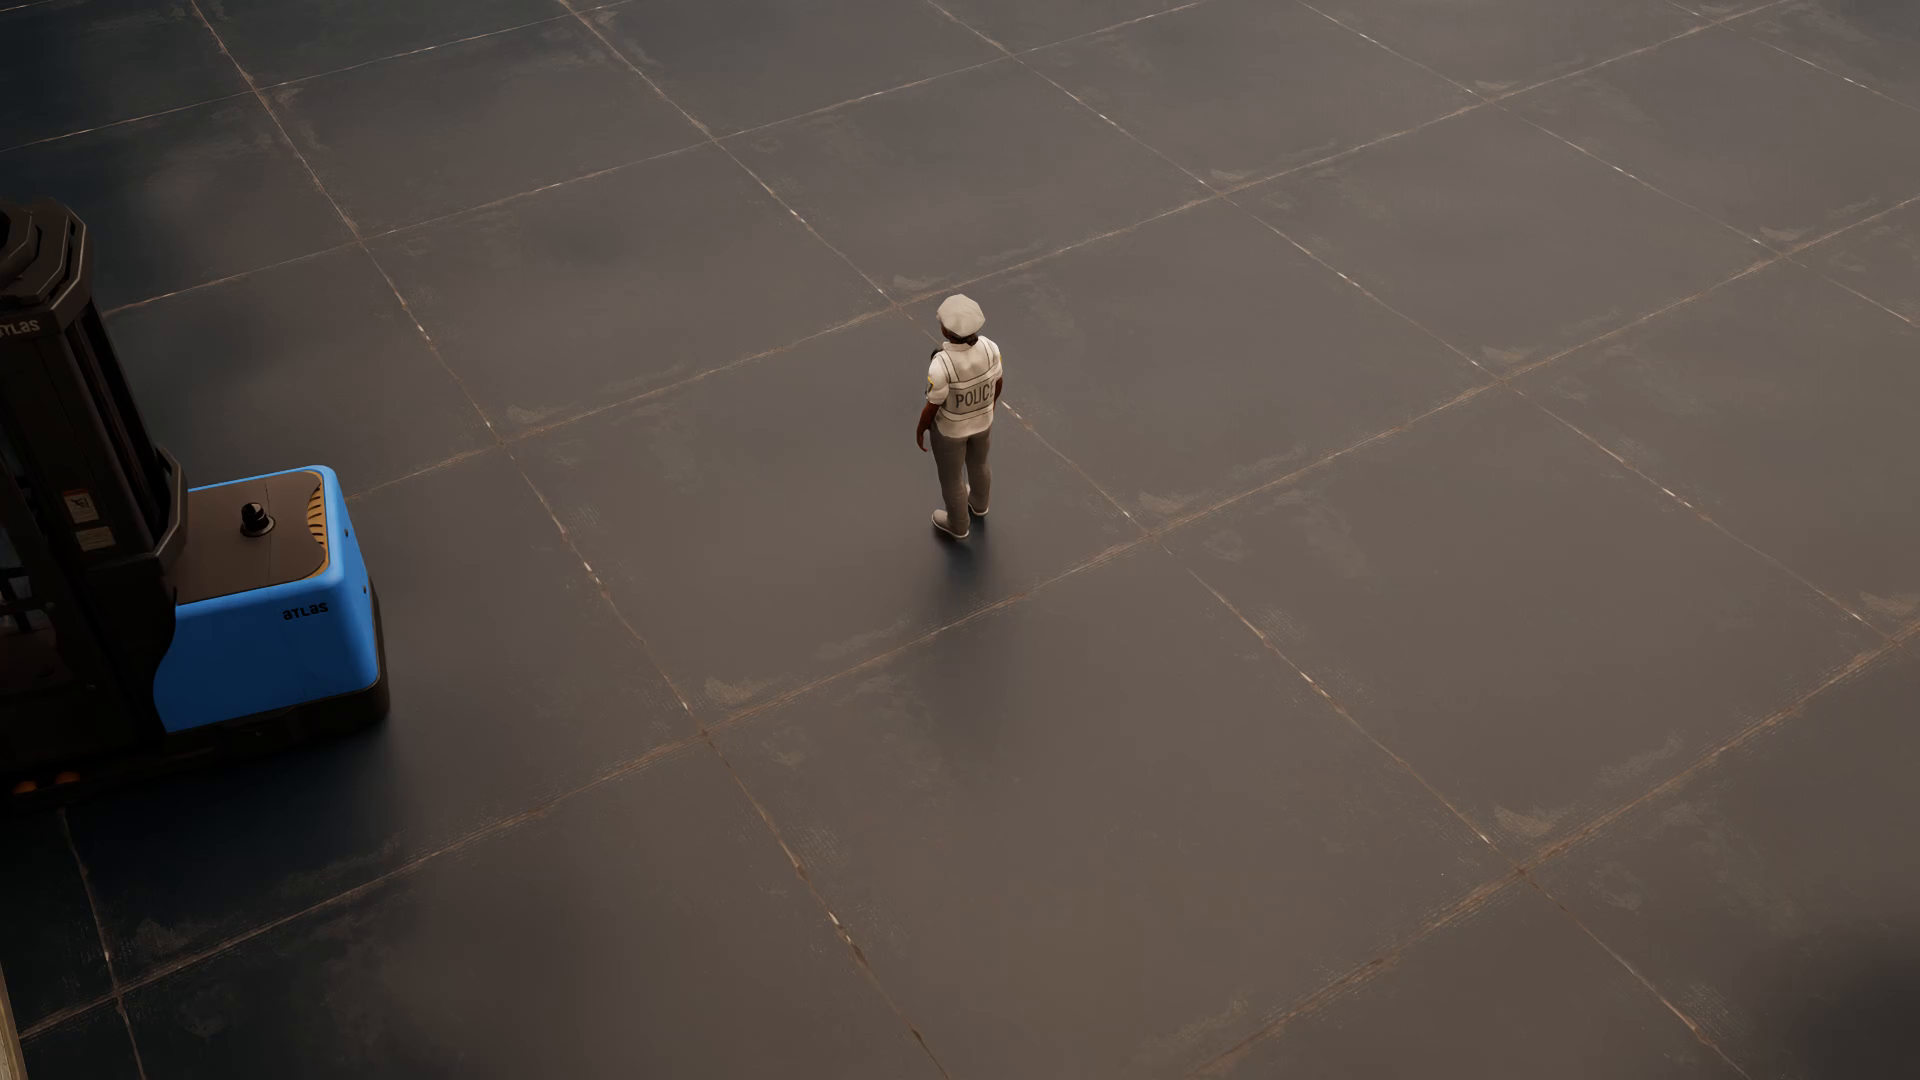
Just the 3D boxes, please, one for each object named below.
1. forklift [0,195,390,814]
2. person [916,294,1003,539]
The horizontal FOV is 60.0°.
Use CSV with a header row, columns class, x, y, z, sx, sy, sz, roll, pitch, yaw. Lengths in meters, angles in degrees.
class,x,y,z,sx,sy,sz,roll,pitch,yaw
forklift,-4.645,-0.105,7.991,3.031,2.935,1.130,-13,43,-14
person,-0.023,-0.723,9.565,0.569,1.695,0.528,-23,46,-24
